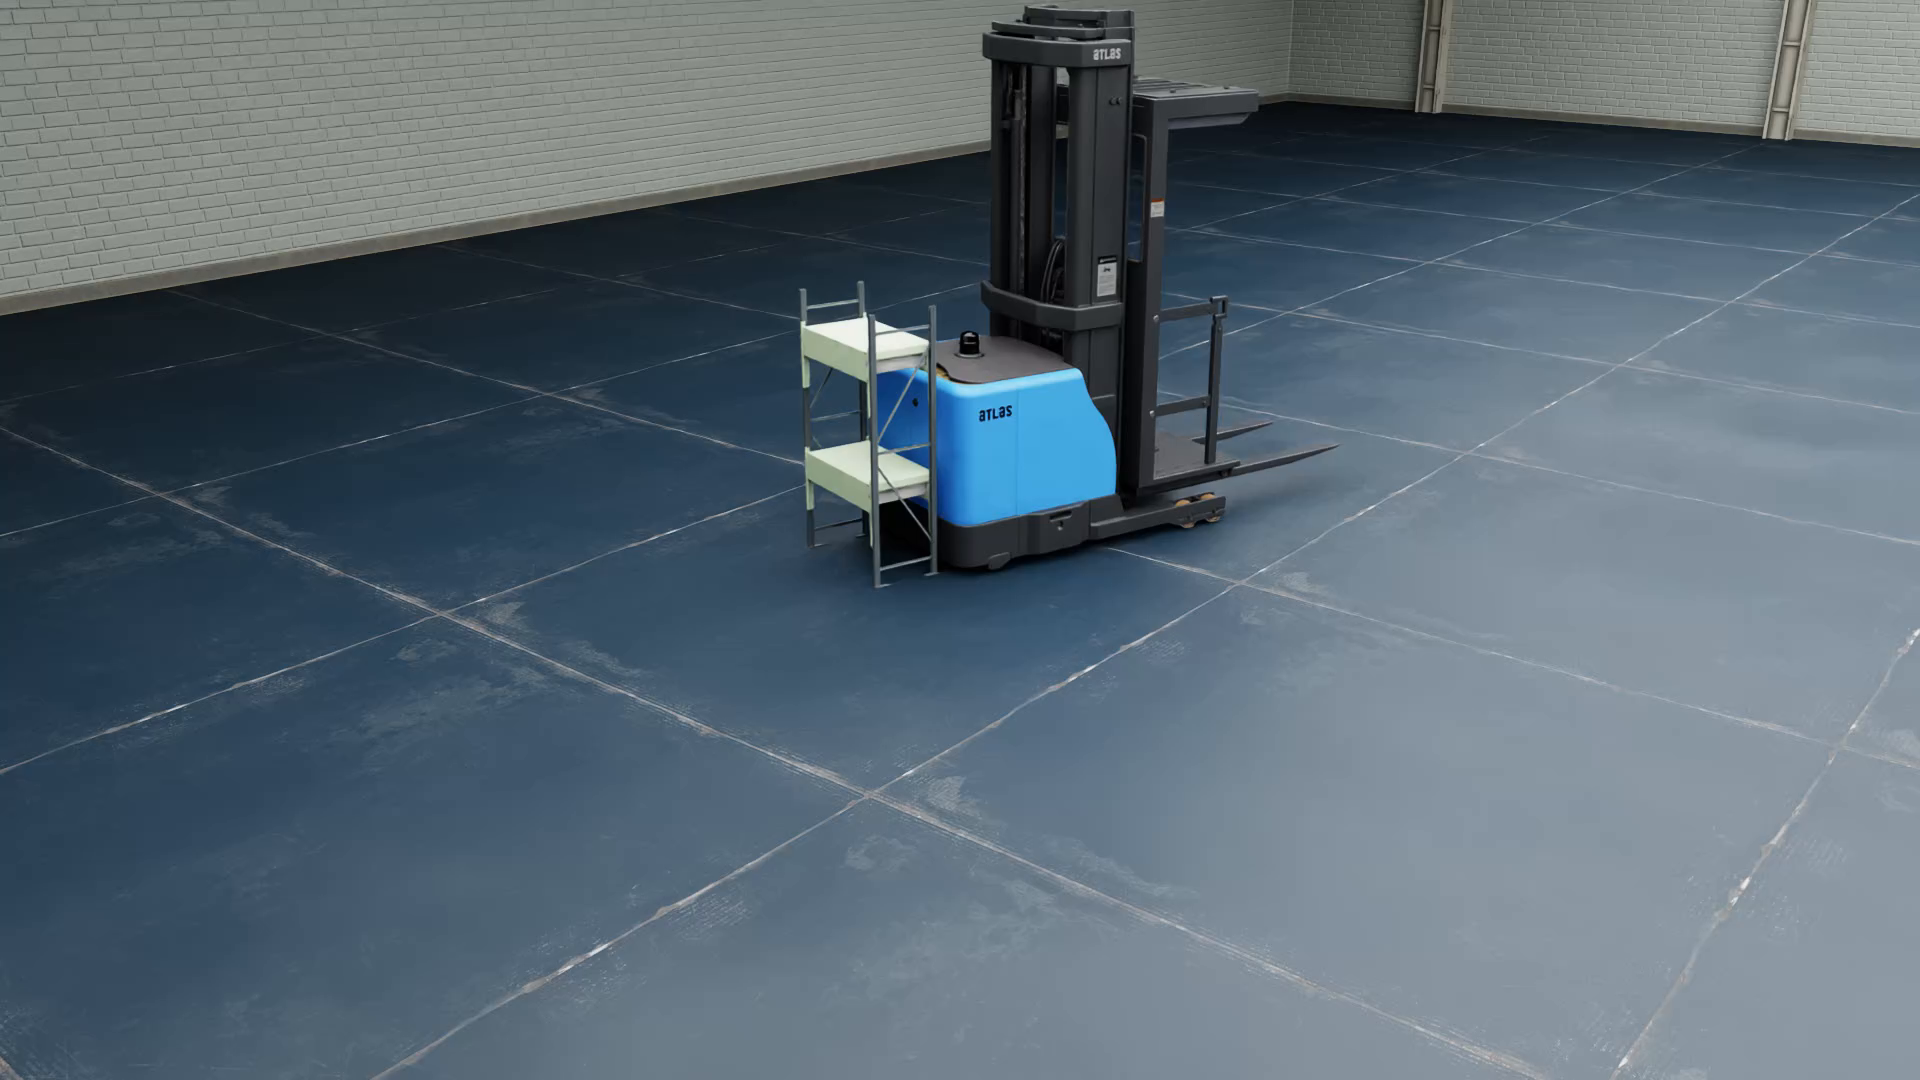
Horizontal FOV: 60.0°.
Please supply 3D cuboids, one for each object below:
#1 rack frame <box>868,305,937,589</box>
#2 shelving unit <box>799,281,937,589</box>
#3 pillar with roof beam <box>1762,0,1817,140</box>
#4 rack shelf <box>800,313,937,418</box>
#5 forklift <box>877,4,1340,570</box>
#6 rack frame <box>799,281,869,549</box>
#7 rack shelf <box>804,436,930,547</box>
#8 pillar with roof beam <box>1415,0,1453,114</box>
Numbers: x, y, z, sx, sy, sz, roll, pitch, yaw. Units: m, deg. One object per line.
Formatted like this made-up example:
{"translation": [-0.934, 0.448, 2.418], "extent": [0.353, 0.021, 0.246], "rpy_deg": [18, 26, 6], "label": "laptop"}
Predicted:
{"translation": [-0.298, -0.478, 8.810], "extent": [0.400, 1.500, 0.023], "rpy_deg": [-13, 24, -31], "label": "rack frame"}
{"translation": [-0.500, -0.586, 9.095], "extent": [0.431, 1.500, 0.755], "rpy_deg": [-13, 24, -31], "label": "shelving unit"}
{"translation": [10.501, -9.532, 22.191], "extent": [0.400, 9.000, 9.100], "rpy_deg": [16, 26, 36], "label": "pillar with roof beam"}
{"translation": [-0.500, -0.951, 8.958], "extent": [0.431, 0.370, 0.720], "rpy_deg": [-13, 24, -31], "label": "rack shelf"}
{"translation": [0.988, -1.583, 9.713], "extent": [3.031, 2.935, 1.130], "rpy_deg": [-13, 24, -31], "label": "forklift"}
{"translation": [-0.703, -0.693, 9.380], "extent": [0.400, 1.500, 0.023], "rpy_deg": [-13, 24, -31], "label": "rack frame"}
{"translation": [-0.500, -0.280, 9.210], "extent": [0.431, 0.370, 0.720], "rpy_deg": [-13, 24, -31], "label": "rack shelf"}
{"translation": [5.853, -10.870, 25.741], "extent": [0.400, 9.000, 9.100], "rpy_deg": [16, 26, 36], "label": "pillar with roof beam"}
